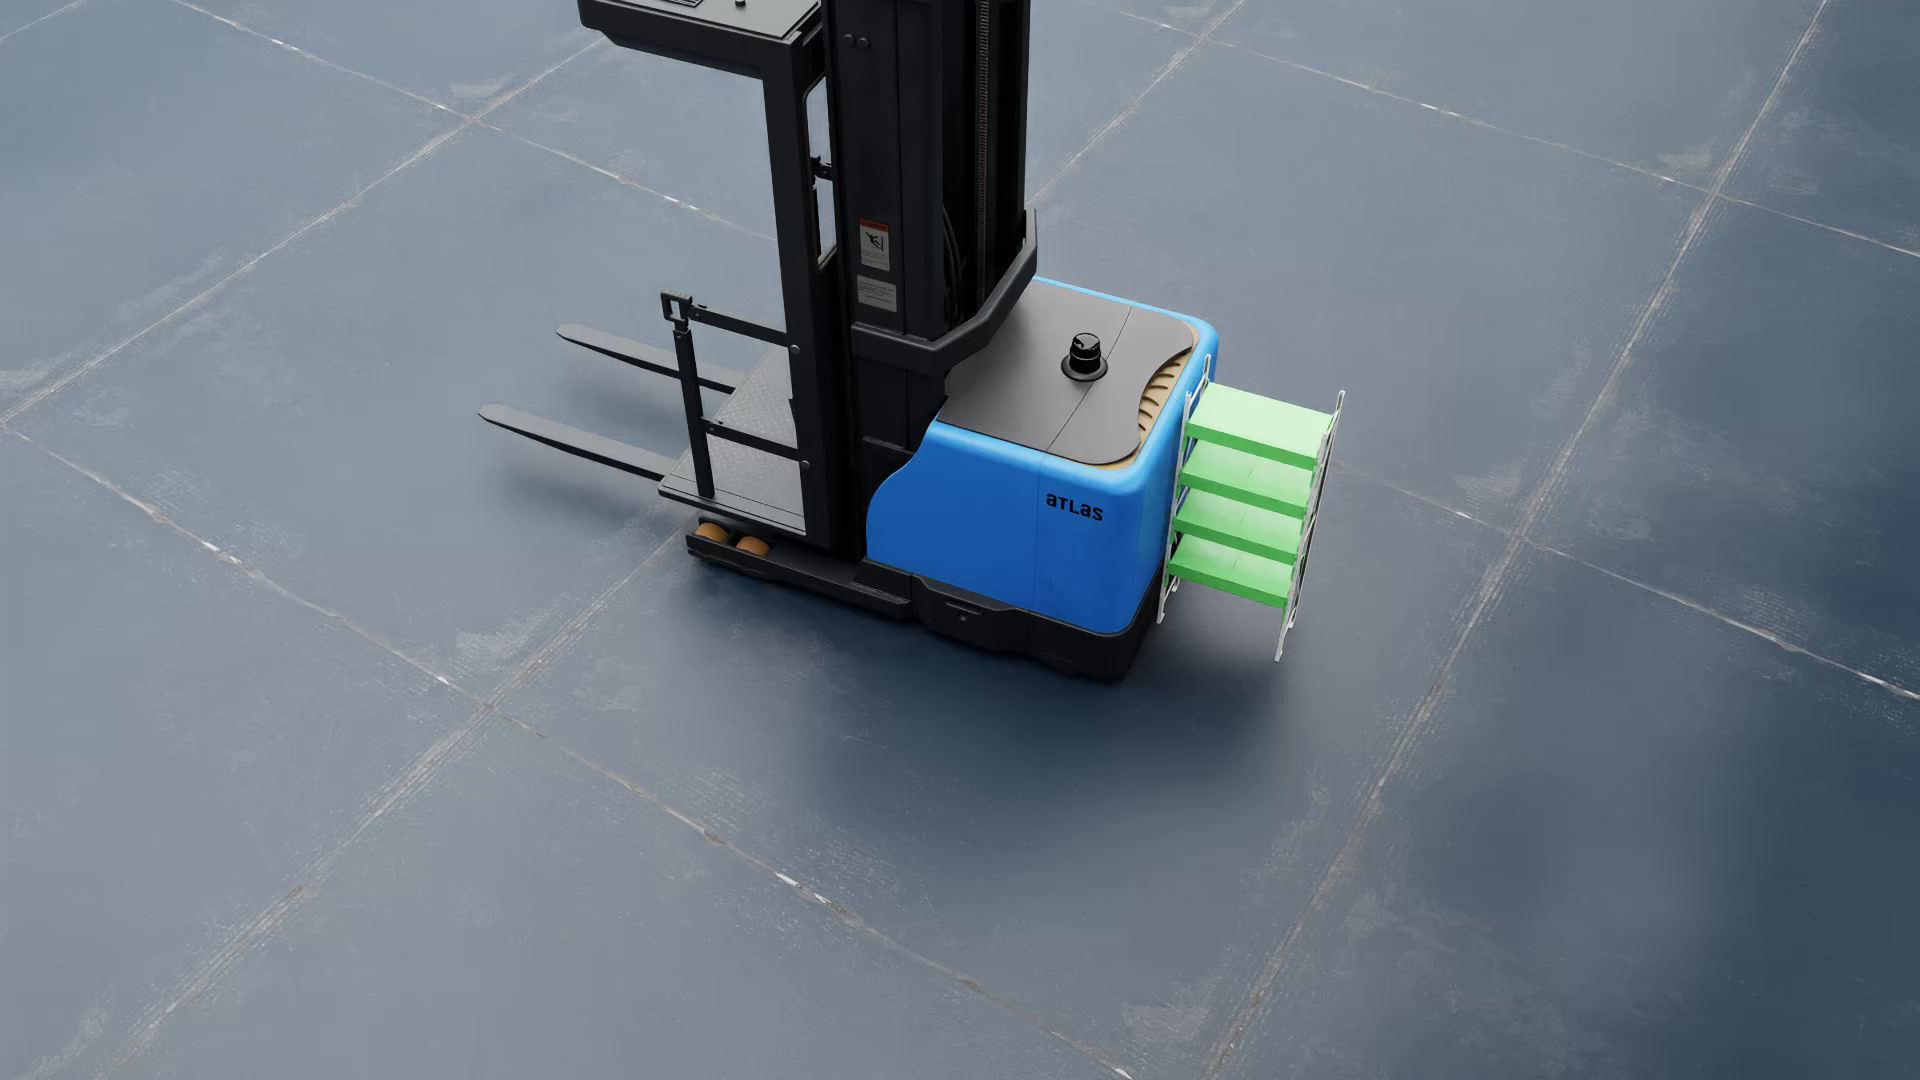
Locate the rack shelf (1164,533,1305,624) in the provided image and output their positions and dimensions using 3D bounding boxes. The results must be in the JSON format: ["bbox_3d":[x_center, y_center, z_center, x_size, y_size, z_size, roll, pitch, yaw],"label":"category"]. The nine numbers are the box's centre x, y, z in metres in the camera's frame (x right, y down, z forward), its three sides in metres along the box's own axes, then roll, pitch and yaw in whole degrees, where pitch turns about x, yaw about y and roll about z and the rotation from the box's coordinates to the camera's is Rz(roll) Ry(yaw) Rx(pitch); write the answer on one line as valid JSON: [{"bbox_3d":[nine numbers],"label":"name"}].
[{"bbox_3d":[1.064,0.118,6.444,0.480,0.148,0.258,18,48,16],"label":"rack shelf"}]

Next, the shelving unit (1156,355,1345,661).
[{"bbox_3d":[1.064,-0.093,6.226,0.503,1.200,0.258,18,48,16],"label":"shelving unit"}]

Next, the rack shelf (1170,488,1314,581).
[{"bbox_3d":[1.064,-0.049,6.272,0.480,0.148,0.258,18,48,16],"label":"rack shelf"}]

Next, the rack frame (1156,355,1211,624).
[{"bbox_3d":[0.841,-0.164,6.295,0.015,1.200,0.240,18,48,16],"label":"rack frame"}]

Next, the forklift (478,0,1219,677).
[{"bbox_3d":[-0.570,-1.200,6.095,3.031,2.935,1.130,17,48,16],"label":"forklift"}]

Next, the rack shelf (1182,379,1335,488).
[{"bbox_3d":[1.064,-0.383,5.928,0.480,0.148,0.258,18,48,16],"label":"rack shelf"}]

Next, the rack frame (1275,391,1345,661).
[{"bbox_3d":[1.288,-0.023,6.157,0.015,1.200,0.240,18,48,16],"label":"rack frame"}]

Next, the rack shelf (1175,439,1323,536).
[{"bbox_3d":[1.064,-0.216,6.100,0.480,0.148,0.258,18,48,16],"label":"rack shelf"}]
